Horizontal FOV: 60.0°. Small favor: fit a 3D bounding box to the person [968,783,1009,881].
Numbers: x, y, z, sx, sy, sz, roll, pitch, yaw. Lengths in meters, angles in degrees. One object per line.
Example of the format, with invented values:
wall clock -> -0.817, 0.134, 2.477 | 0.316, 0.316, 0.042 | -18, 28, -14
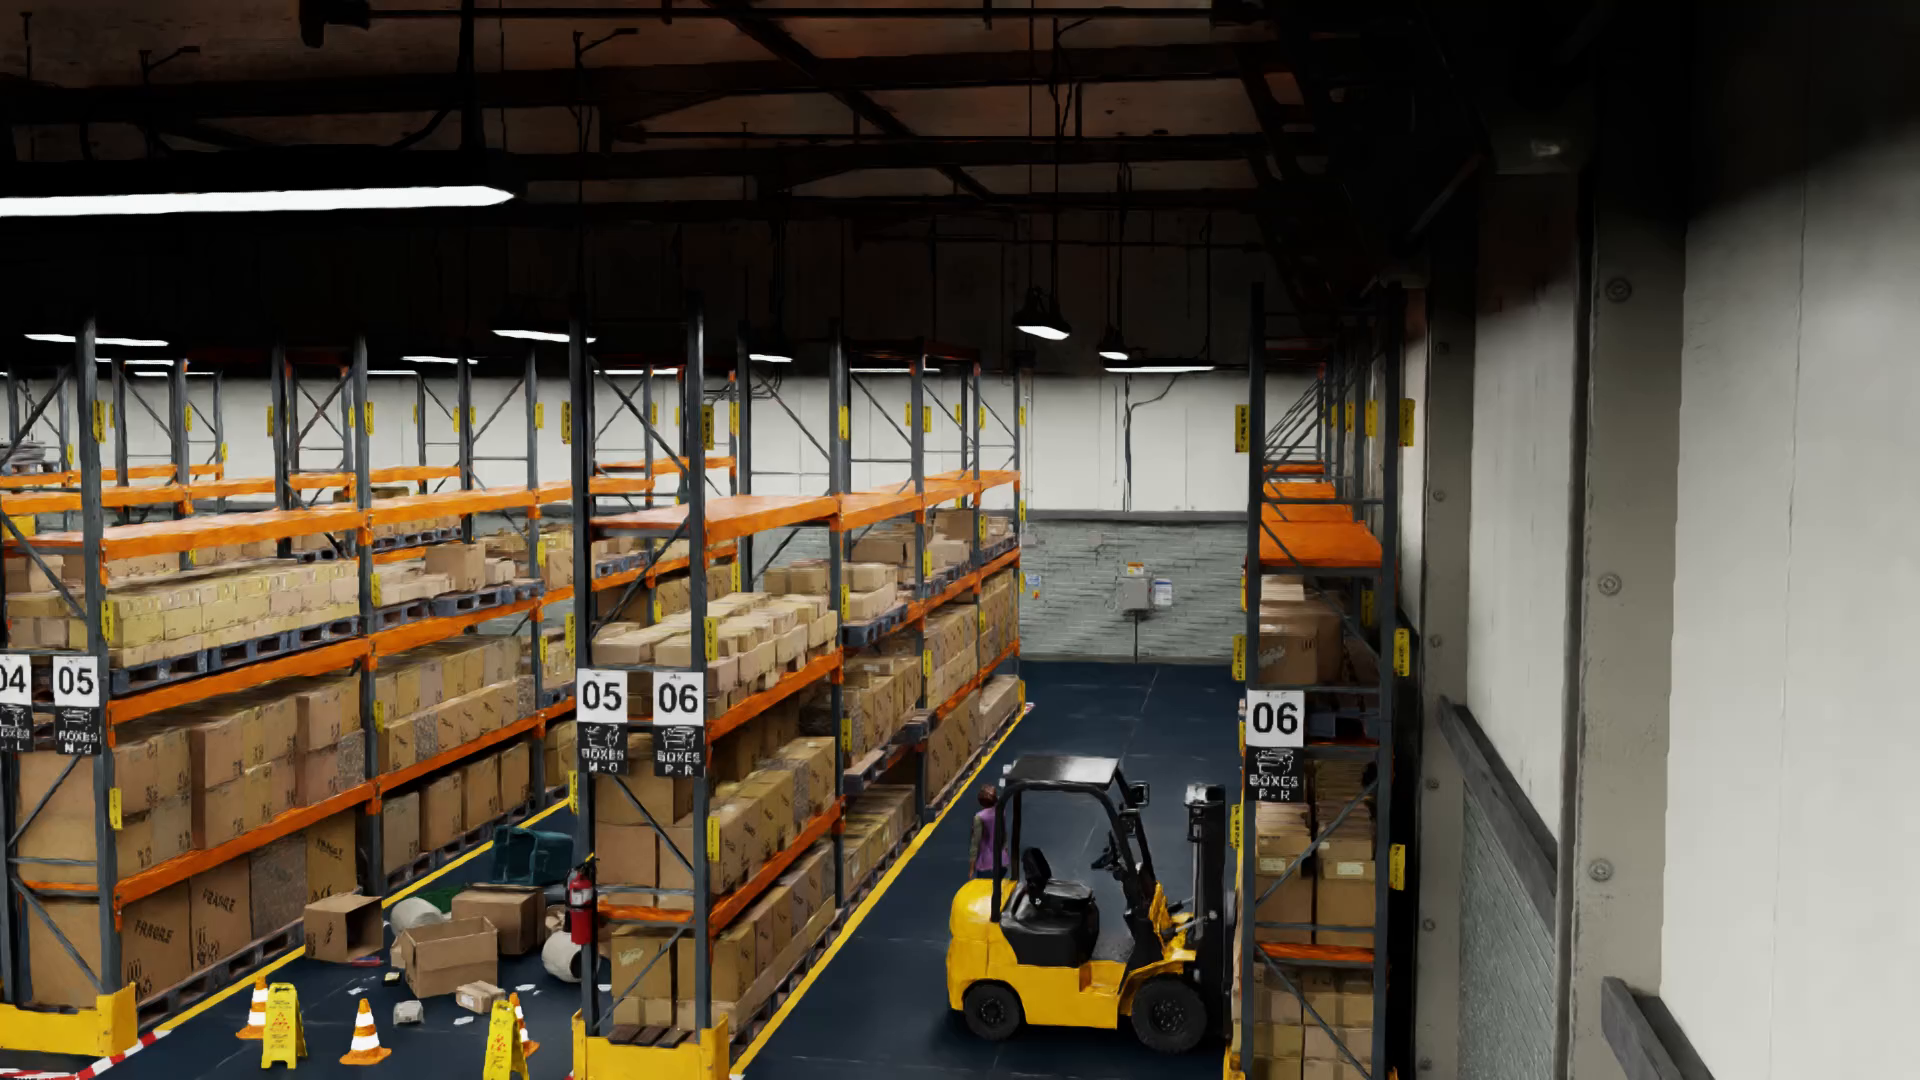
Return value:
person -> 0.265, 3.091, 15.733 | 0.527, 1.592, 0.523 | 4, 6, 41
